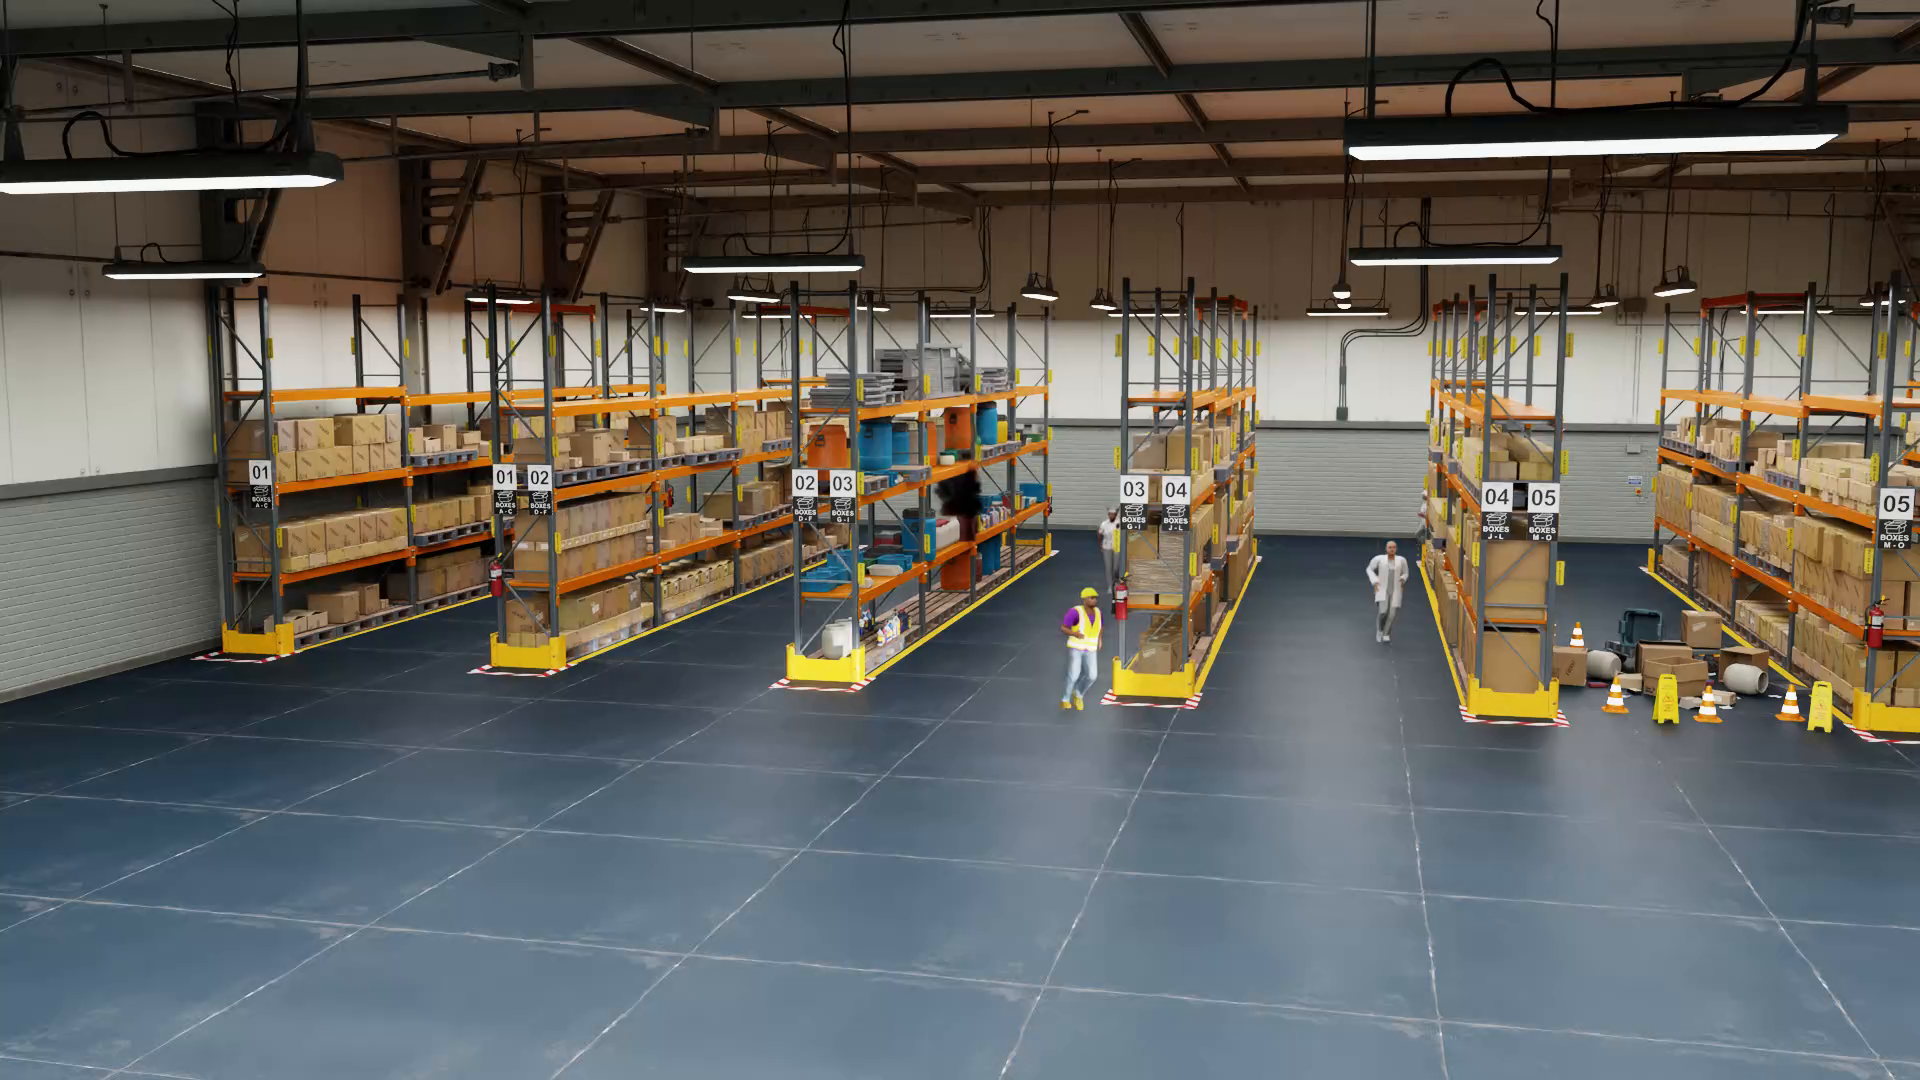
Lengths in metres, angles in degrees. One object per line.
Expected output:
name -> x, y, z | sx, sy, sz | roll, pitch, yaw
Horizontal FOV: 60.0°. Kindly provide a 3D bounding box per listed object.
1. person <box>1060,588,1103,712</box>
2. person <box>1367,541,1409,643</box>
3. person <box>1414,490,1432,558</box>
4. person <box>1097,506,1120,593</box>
person -> 1.746, 1.518, 23.008 | 0.704, 1.721, 0.612 | -2, 7, -17
person -> 7.277, 0.892, 28.216 | 0.680, 1.750, 0.696 | 0, 7, 4
person -> 11.210, -0.362, 39.643 | 0.651, 1.749, 0.830 | 0, 7, 4
person -> 2.949, 0.180, 32.308 | 0.599, 1.690, 0.539 | 2, 7, 14
